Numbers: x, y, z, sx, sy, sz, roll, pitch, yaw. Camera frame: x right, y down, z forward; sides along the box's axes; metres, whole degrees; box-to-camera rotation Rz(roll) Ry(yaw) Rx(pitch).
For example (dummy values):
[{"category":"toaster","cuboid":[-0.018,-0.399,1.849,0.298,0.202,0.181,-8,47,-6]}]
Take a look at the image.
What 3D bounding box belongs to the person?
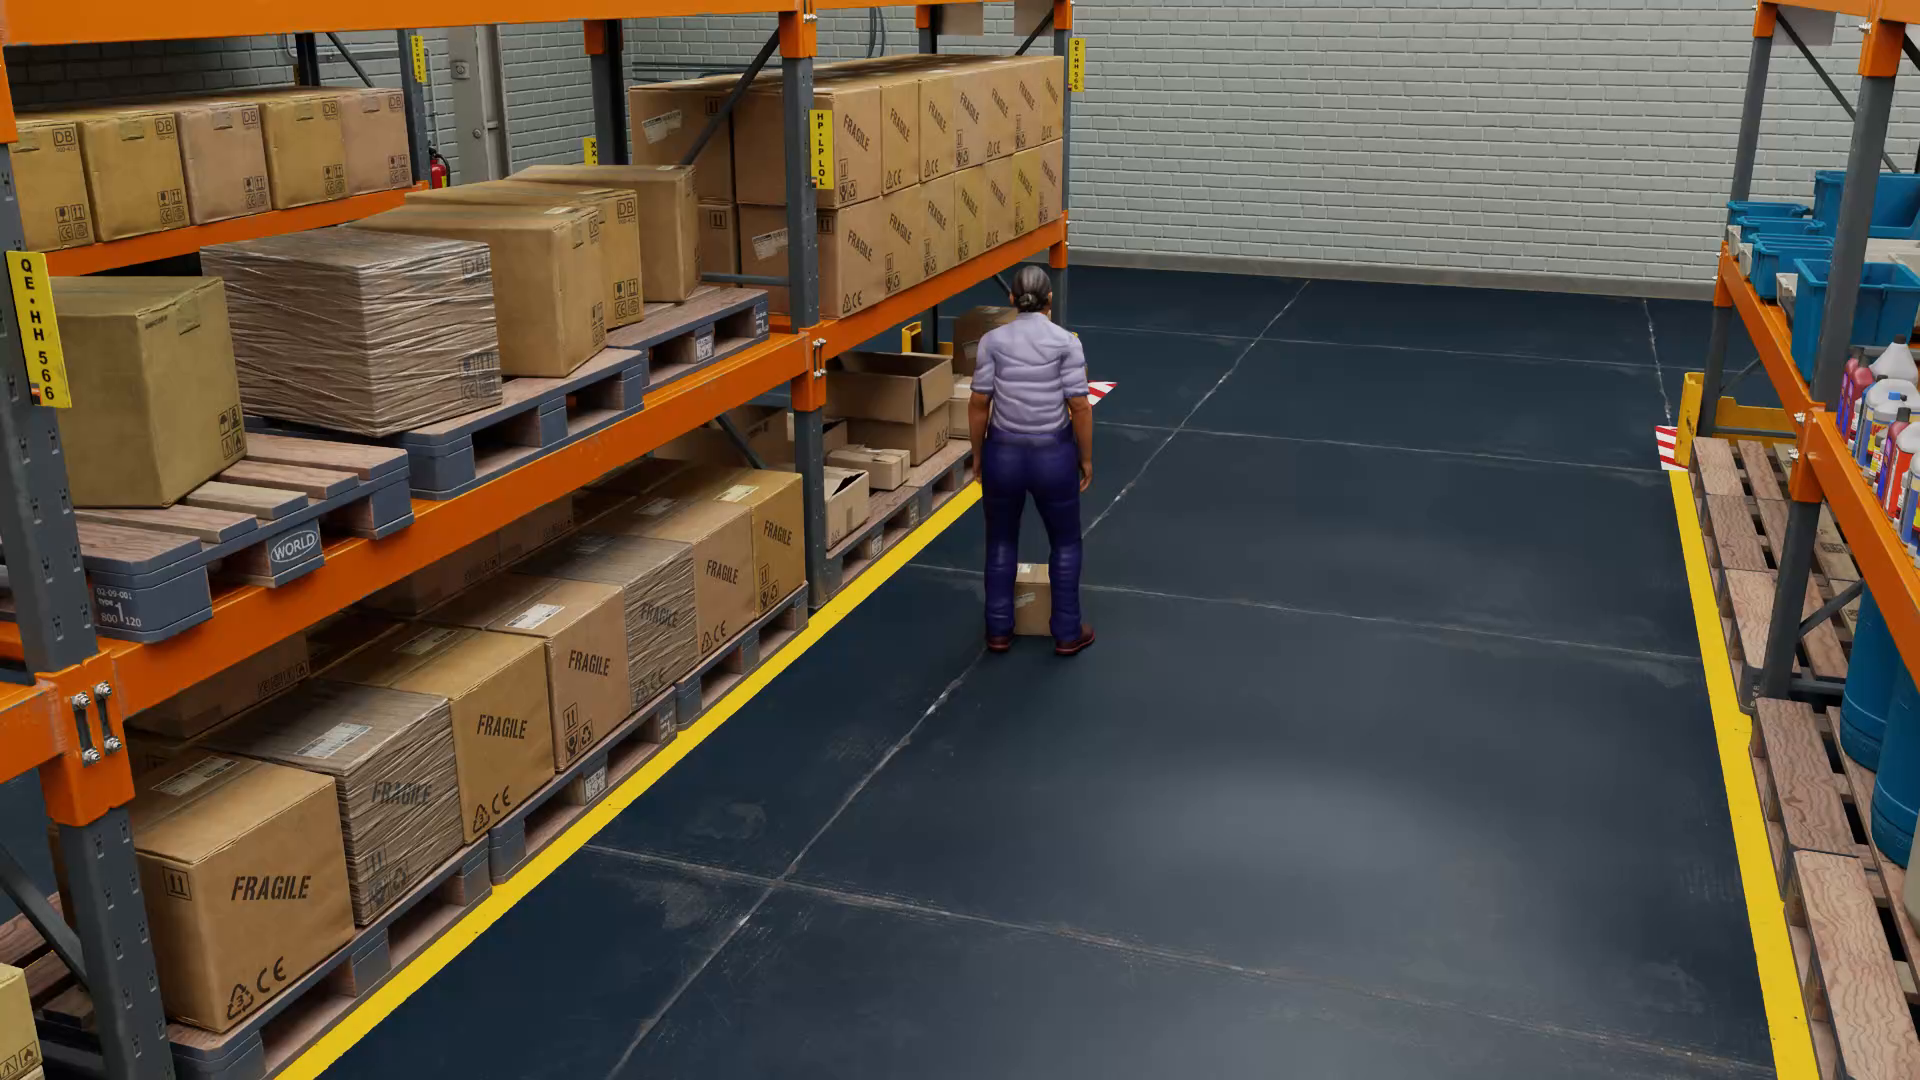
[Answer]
[{"category":"person","cuboid":[0.306,-0.322,7.020,0.544,1.652,0.372,4,19,11]}]
